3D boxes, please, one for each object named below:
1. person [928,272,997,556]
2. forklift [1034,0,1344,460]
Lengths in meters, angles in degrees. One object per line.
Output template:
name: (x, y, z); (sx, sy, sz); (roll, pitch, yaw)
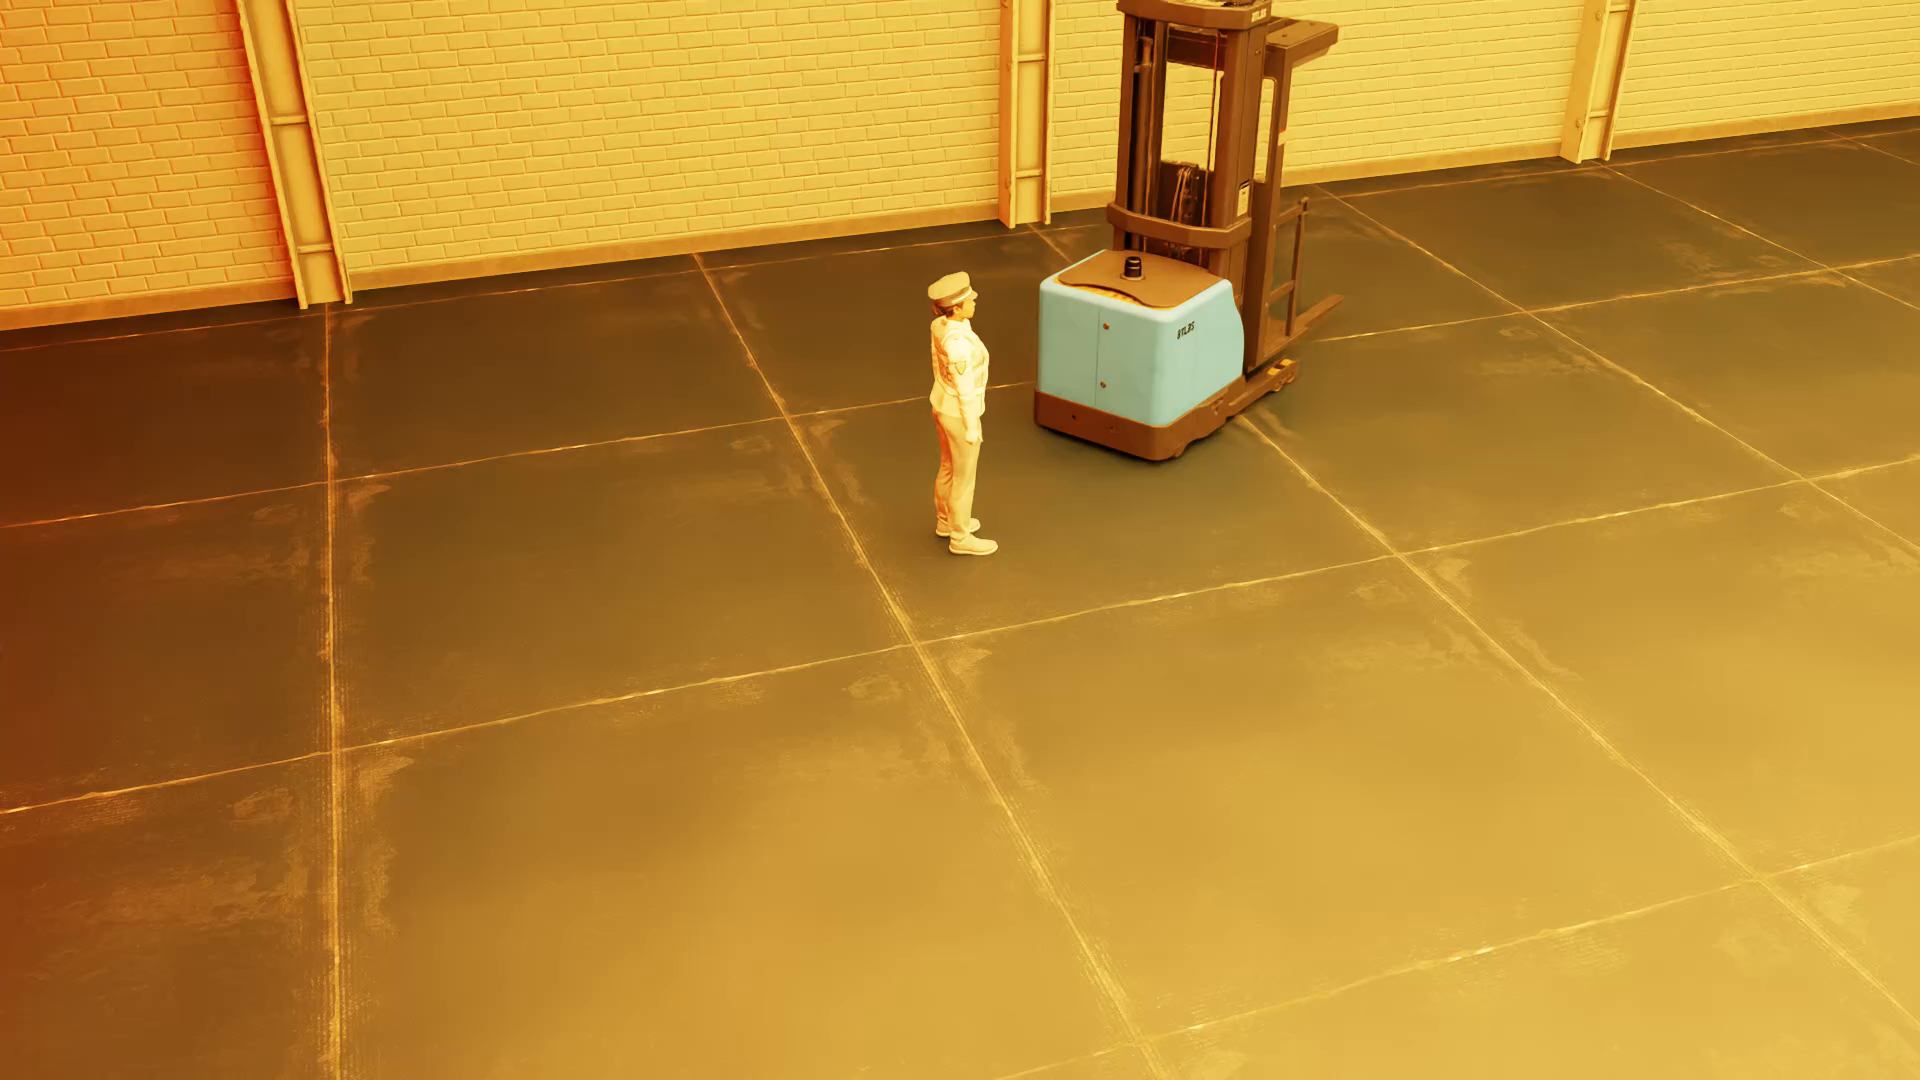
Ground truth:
person: (-0.002, -0.734, 9.610); (0.353, 1.694, 0.461); (-10, 31, -16)
forklift: (1.791, -2.462, 11.365); (1.130, 2.935, 3.031); (21, 36, 31)
